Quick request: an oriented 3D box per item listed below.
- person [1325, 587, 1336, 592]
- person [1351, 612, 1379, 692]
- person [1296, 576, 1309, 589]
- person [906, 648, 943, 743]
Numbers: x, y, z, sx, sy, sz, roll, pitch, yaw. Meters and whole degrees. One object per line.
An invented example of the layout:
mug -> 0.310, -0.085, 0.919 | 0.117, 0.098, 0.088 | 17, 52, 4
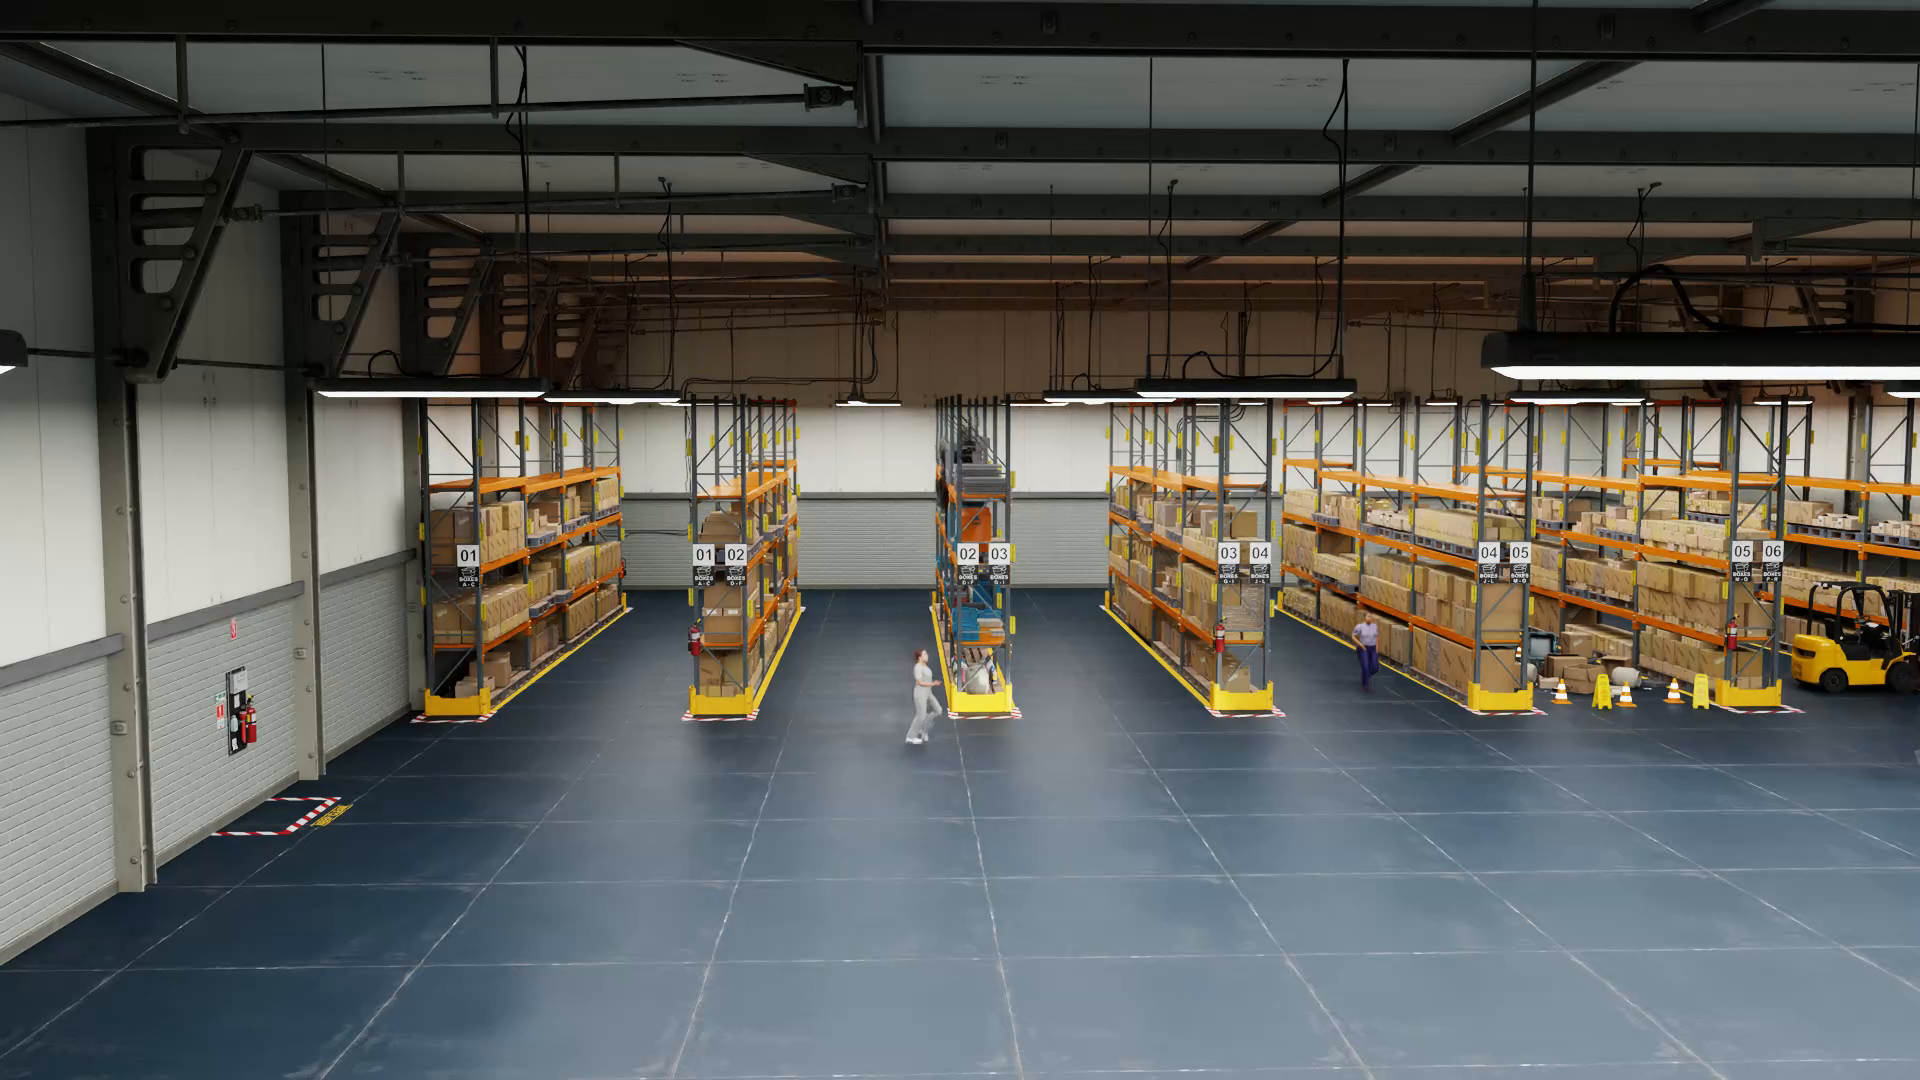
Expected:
person -> 11.075, 1.052, 49.481 | 0.483, 1.565, 0.530 | -2, 5, -23
person -> 8.270, 2.262, 33.882 | 0.613, 1.618, 0.551 | -1, 5, -11
person -> 10.143, 1.007, 49.110 | 0.593, 1.689, 0.725 | 4, 6, 39
person -> -0.598, 2.657, 28.385 | 0.655, 1.642, 0.556 | 2, 5, 22
